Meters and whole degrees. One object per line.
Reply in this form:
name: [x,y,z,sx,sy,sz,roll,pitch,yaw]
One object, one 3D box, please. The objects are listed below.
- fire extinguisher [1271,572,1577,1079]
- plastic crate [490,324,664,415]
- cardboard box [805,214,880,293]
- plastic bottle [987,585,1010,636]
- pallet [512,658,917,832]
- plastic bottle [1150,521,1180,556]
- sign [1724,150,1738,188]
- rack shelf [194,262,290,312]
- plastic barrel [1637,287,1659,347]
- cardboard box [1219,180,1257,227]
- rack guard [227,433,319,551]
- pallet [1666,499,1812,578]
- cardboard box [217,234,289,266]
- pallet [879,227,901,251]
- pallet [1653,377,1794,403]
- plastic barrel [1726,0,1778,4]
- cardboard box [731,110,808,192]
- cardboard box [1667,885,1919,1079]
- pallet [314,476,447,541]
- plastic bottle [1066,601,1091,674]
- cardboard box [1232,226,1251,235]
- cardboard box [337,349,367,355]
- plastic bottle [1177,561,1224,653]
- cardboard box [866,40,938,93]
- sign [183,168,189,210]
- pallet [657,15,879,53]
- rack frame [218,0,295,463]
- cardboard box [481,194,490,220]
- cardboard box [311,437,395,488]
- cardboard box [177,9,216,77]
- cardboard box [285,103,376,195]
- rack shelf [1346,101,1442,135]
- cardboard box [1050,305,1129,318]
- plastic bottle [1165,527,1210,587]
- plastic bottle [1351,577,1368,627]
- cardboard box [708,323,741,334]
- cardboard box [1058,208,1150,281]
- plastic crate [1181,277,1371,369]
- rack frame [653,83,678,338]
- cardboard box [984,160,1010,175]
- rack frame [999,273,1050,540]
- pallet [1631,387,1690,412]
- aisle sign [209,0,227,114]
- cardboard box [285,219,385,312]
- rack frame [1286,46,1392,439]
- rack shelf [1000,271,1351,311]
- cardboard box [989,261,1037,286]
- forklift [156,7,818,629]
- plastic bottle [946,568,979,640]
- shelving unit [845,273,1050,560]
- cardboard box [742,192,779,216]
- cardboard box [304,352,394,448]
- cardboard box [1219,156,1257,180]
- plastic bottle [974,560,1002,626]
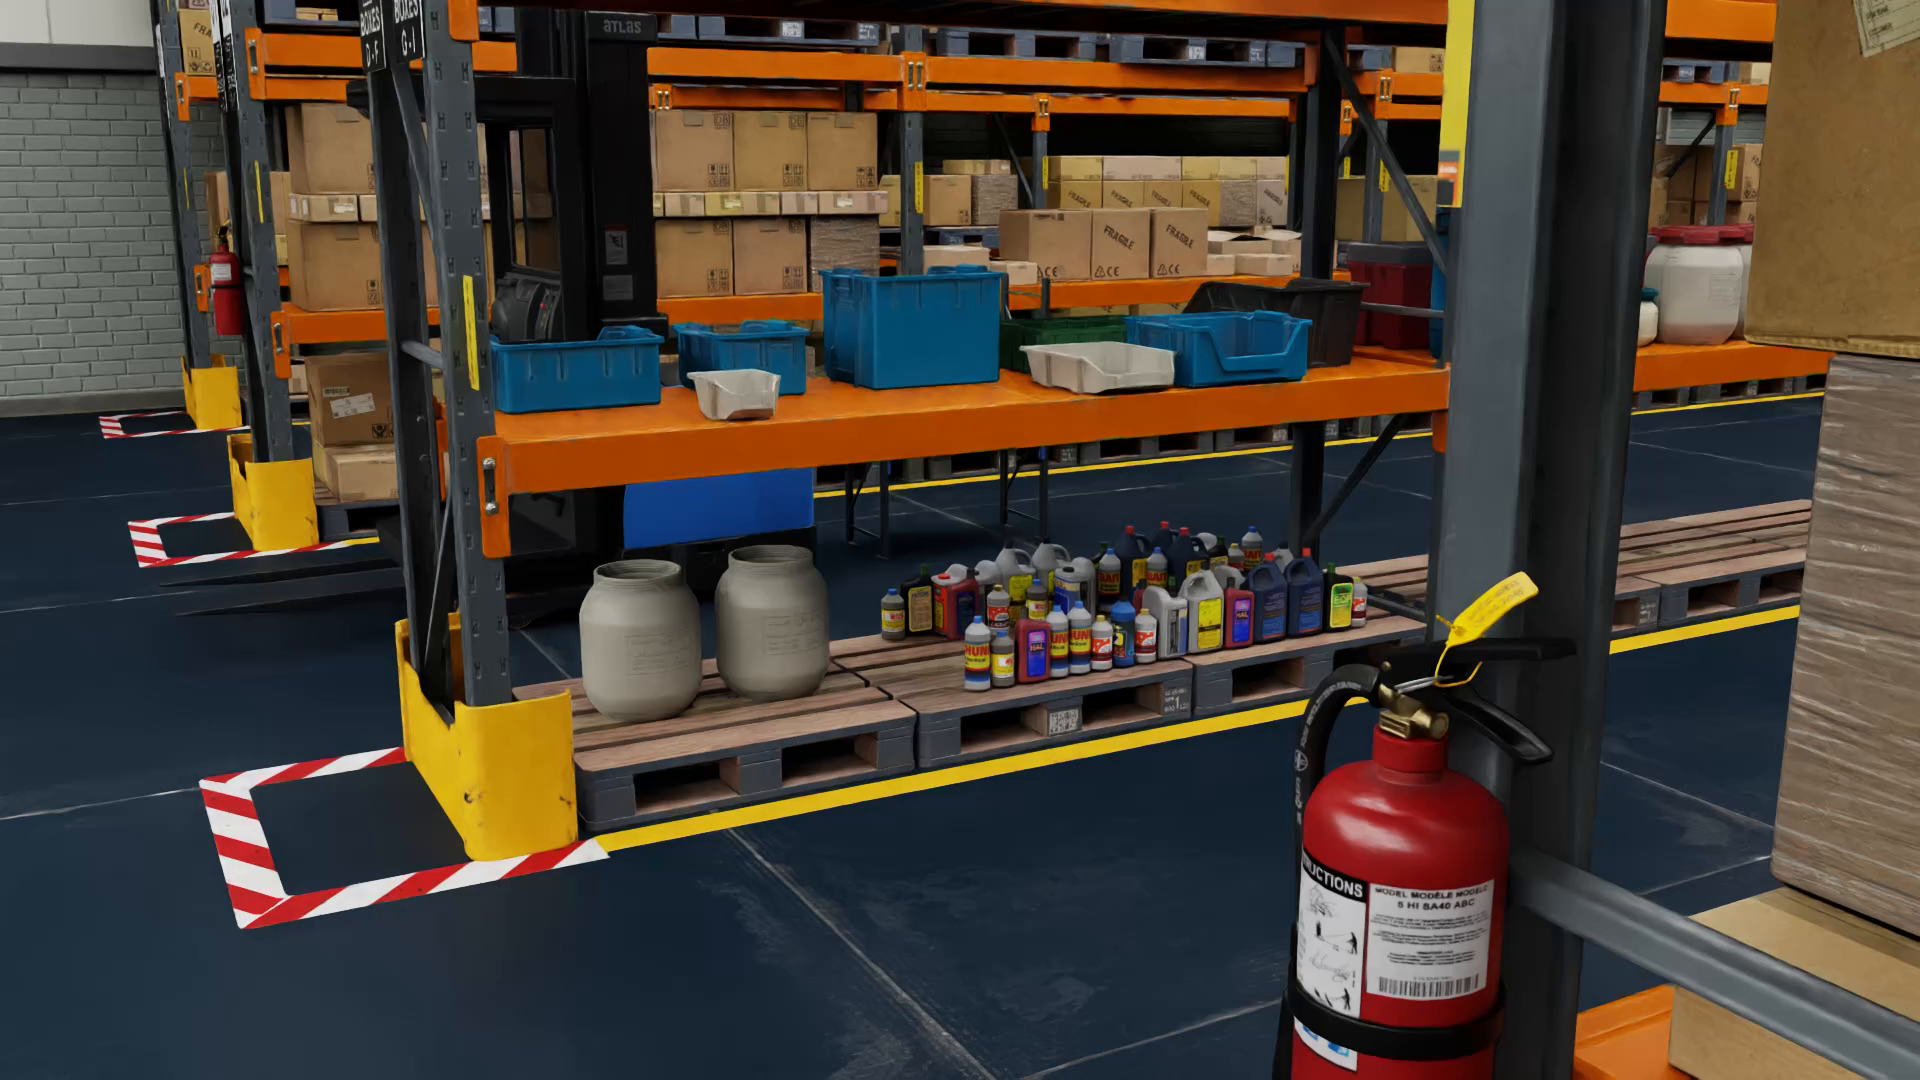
fire extinguisher: [0.376,0.343,1.427,0.183,0.674,0.296,-7,14,-28]
plastic crate: [-1.380,-0.610,5.826,0.616,0.251,0.499,-7,14,-28]
cardboard box: [-0.922,-1.949,11.209,0.500,0.500,0.700,-7,15,-29]
plastic bottle: [0.158,0.287,6.873,0.097,0.201,0.097,0,13,0]
pallet: [-0.916,0.687,6.076,1.213,0.211,1.003,-7,14,-28]
plastic bottle: [0.928,0.090,7.409,0.185,0.351,0.144,-6,14,-26]
sign: [6.756,-3.248,14.571,0.005,0.325,0.100,-7,14,-28]
rack shelf: [-4.667,-2.341,14.817,4.000,0.370,1.077,-7,14,-28]
plastic barrel: [3.070,-1.035,7.691,0.301,0.262,0.301,0,13,0]
cardboard box: [2.938,-3.743,18.460,0.500,0.500,0.500,-7,14,-28]
rack guard: [-4.067,-0.305,9.826,0.348,0.500,1.175,-7,14,-28]
pallet: [4.647,0.021,9.036,1.213,0.211,1.003,-7,14,-28]
cardboard box: [-5.842,-2.408,13.773,0.500,0.250,0.500,-7,15,-29]
pallet: [-1.119,-3.013,16.603,1.213,0.211,1.003,-7,14,-28]
pallet: [7.090,-1.501,15.798,1.213,0.211,1.003,-7,14,-28]
plastic barrel: [3.947,-2.973,8.178,0.708,0.830,0.600,-7,14,-28]
cardboard box: [-1.364,-2.528,10.829,0.500,0.500,0.700,-7,14,-28]
cardboard box: [0.849,0.435,1.415,0.250,0.149,0.380,-7,14,-28]
pallet: [-3.395,-0.255,10.262,1.213,0.211,1.003,-7,14,-28]
plastic bottle: [0.453,0.367,6.358,0.097,0.271,0.097,0,13,0]
cardboard box: [3.040,-3.439,18.585,0.250,0.149,0.380,-7,14,-28]
cardboard box: [-5.272,-1.500,14.562,0.500,0.311,0.500,-6,14,-23]
plastic bottle: [0.956,0.262,6.643,0.185,0.351,0.144,-7,14,-28]
cardboard box: [-0.583,-4.728,16.673,0.637,0.503,0.797,-5,14,-20]
sign: [-6.163,-2.799,13.243,0.005,0.325,0.100,-7,14,-28]
pallet: [-1.271,-3.273,10.692,1.213,0.211,1.003,-7,14,-28]
rack frame: [-4.046,-1.527,9.562,0.127,3.000,1.000,-7,14,-28]
cardboard box: [-2.926,-1.972,9.837,0.250,0.149,0.380,-7,14,-29]
cardboard box: [-3.717,-0.504,10.322,0.500,0.250,0.500,-7,14,-28]
cardboard box: [-6.010,-3.990,13.402,0.500,0.500,0.500,-6,14,-26]
cardboard box: [-3.584,-2.261,9.641,0.500,0.500,0.700,-7,14,-28]
rack shelf: [5.865,-5.067,20.097,4.000,0.370,1.077,-7,14,-28]
cardboard box: [1.307,-2.531,17.964,0.750,0.750,0.750,-7,14,-29]
plastic bottle: [0.997,0.118,7.286,0.185,0.351,0.144,-7,14,-28]
plastic bottle: [1.666,0.256,7.011,0.097,0.201,0.097,0,13,0]
cardboard box: [-2.274,-1.978,16.257,0.500,0.500,0.700,-6,14,-26]
cardboard box: [1.049,-2.182,12.247,0.500,0.500,0.500,-7,14,-28]
plastic crate: [1.315,-0.932,7.060,0.504,0.338,0.767,-7,14,-28]
rack frame: [-2.912,-2.902,15.673,0.127,3.000,1.000,-7,14,-28]
cardboard box: [0.311,-3.861,17.225,0.250,0.149,0.380,-9,16,-35]
rack frame: [0.371,-0.776,9.642,0.032,1.500,0.500,-7,14,-28]
pallet: [5.791,-1.336,15.066,1.213,0.211,1.003,-7,14,-28]
aisle sign: [-4.244,-2.845,9.498,0.004,0.787,0.394,-7,14,-28]
cardboard box: [-3.630,-1.622,9.759,0.500,0.500,0.700,-7,14,-28]
rack frame: [2.976,-2.369,13.302,0.127,3.000,1.000,-7,14,-28]
rack shelf: [1.220,-1.807,12.446,4.000,0.370,1.077,-7,14,-28]
cardboard box: [0.341,-1.879,11.699,0.250,0.149,0.380,-7,14,-28]
forklift: [-2.262,-1.125,7.934,3.031,2.935,1.130,-8,15,-31]
plastic bottle: [0.012,0.260,6.806,0.133,0.283,0.061,-7,14,-28]
shelving unit: [-0.075,-0.723,9.405,1.048,1.500,0.538,-7,14,-28]
cardboard box: [-1.348,-2.162,10.677,0.250,0.149,0.380,-7,14,-28]
cardboard box: [-3.718,-0.870,10.241,0.500,0.500,0.500,-7,14,-28]
cardboard box: [2.921,-4.109,18.377,0.500,0.250,0.500,-7,14,-27]
plastic bottle: [0.082,0.229,6.963,0.135,0.276,0.152,-7,15,-29]
